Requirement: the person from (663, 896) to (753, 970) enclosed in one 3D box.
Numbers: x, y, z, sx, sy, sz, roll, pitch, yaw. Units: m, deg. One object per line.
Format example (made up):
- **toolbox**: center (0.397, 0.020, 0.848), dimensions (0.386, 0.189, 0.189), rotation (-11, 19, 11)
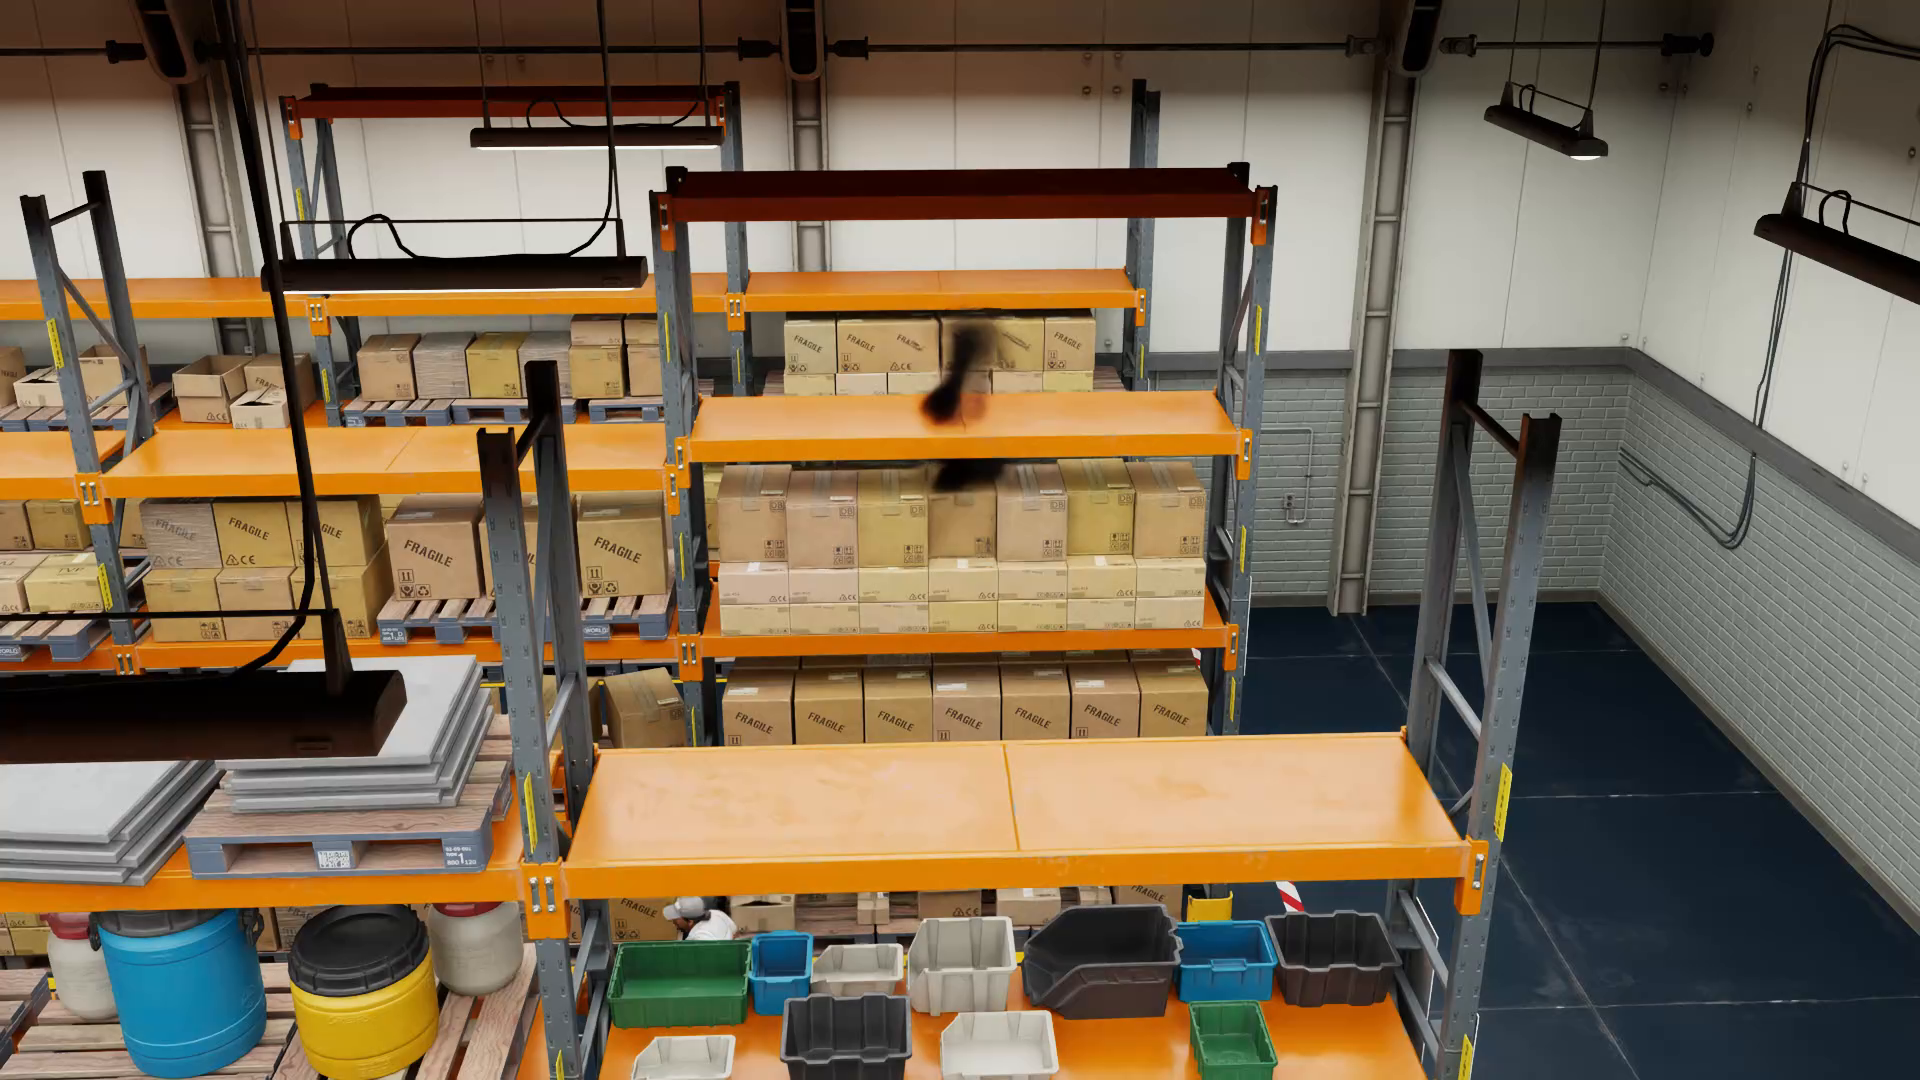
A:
- **person**: center (-1.488, 3.138, 11.385), dimensions (1.002, 1.631, 0.631), rotation (-1, 22, -2)
